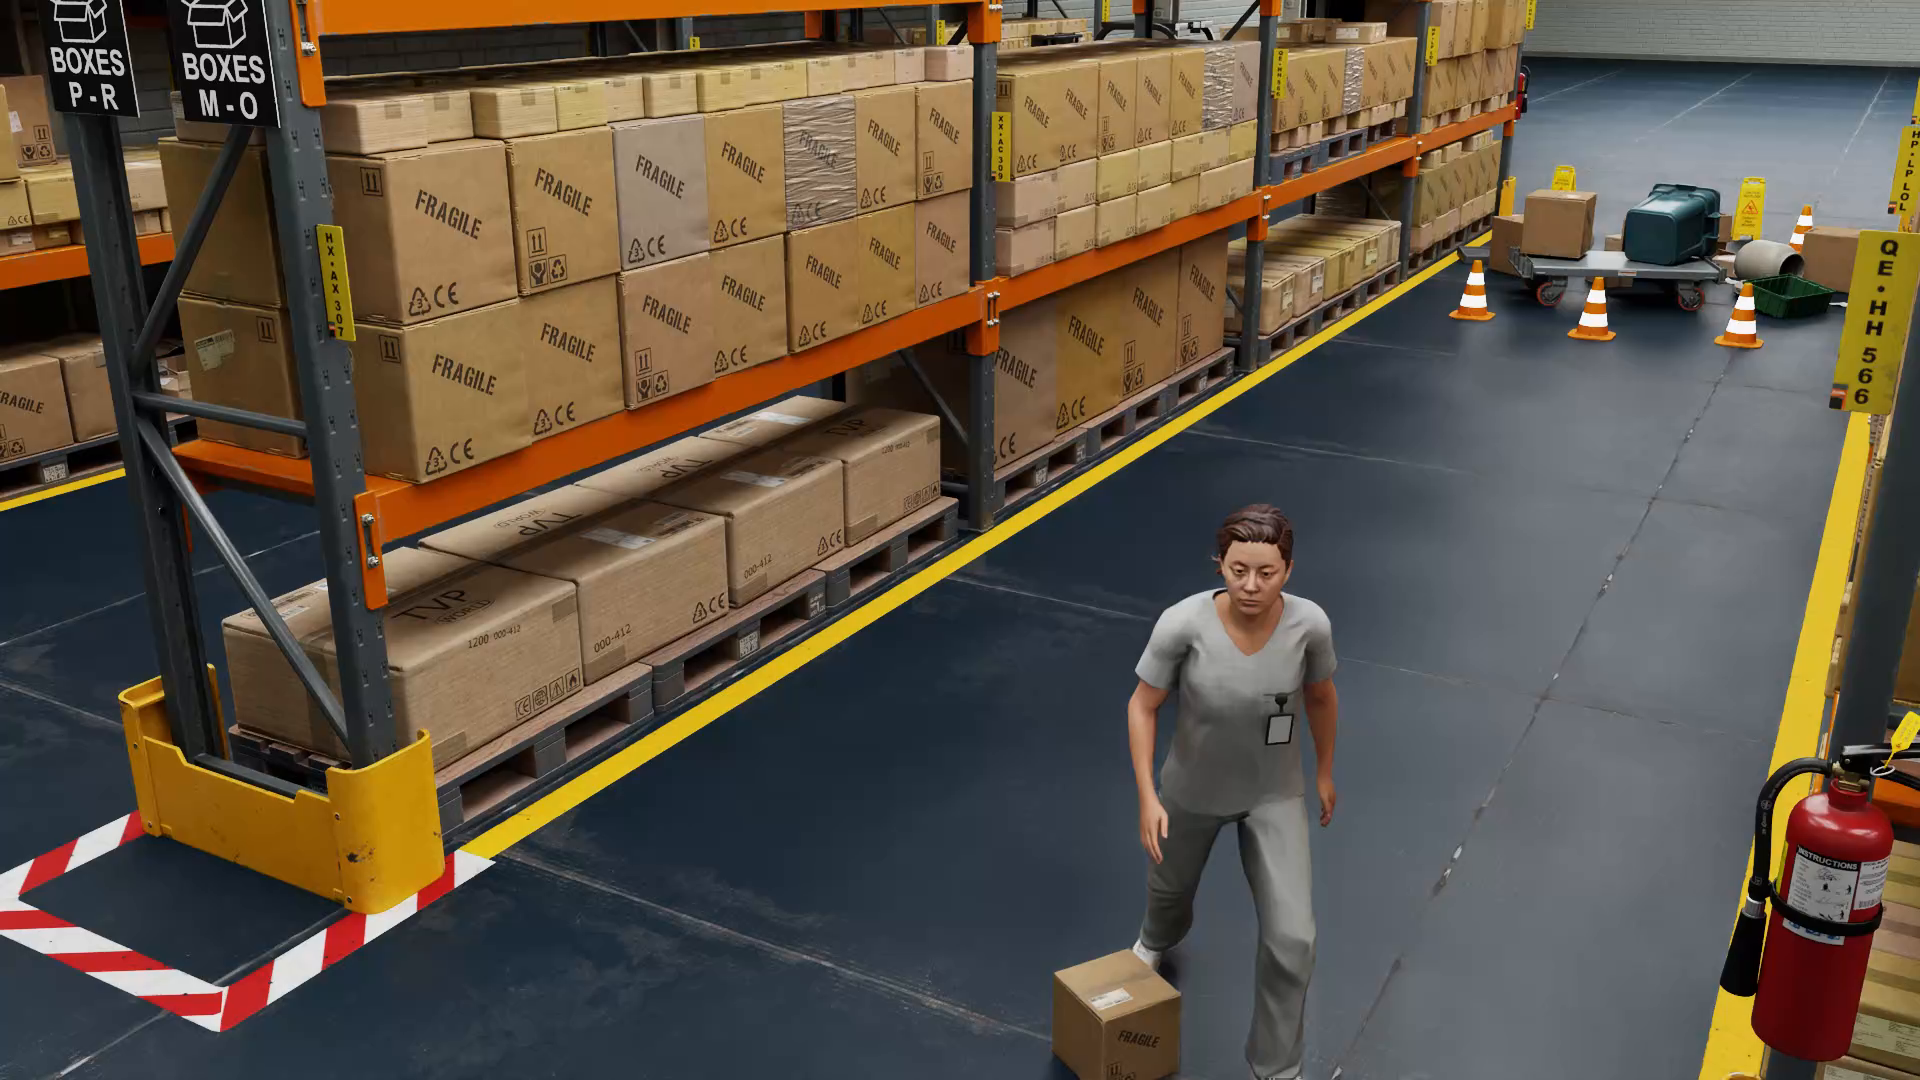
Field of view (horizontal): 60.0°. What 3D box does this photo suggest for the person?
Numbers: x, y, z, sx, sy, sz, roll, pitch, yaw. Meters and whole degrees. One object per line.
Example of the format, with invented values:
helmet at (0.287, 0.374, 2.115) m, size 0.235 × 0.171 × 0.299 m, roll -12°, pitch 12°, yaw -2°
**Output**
person at (0.709, 0.618, 4.364) m, size 0.558 × 1.604 × 0.850 m, roll 3°, pitch 20°, yaw 8°
